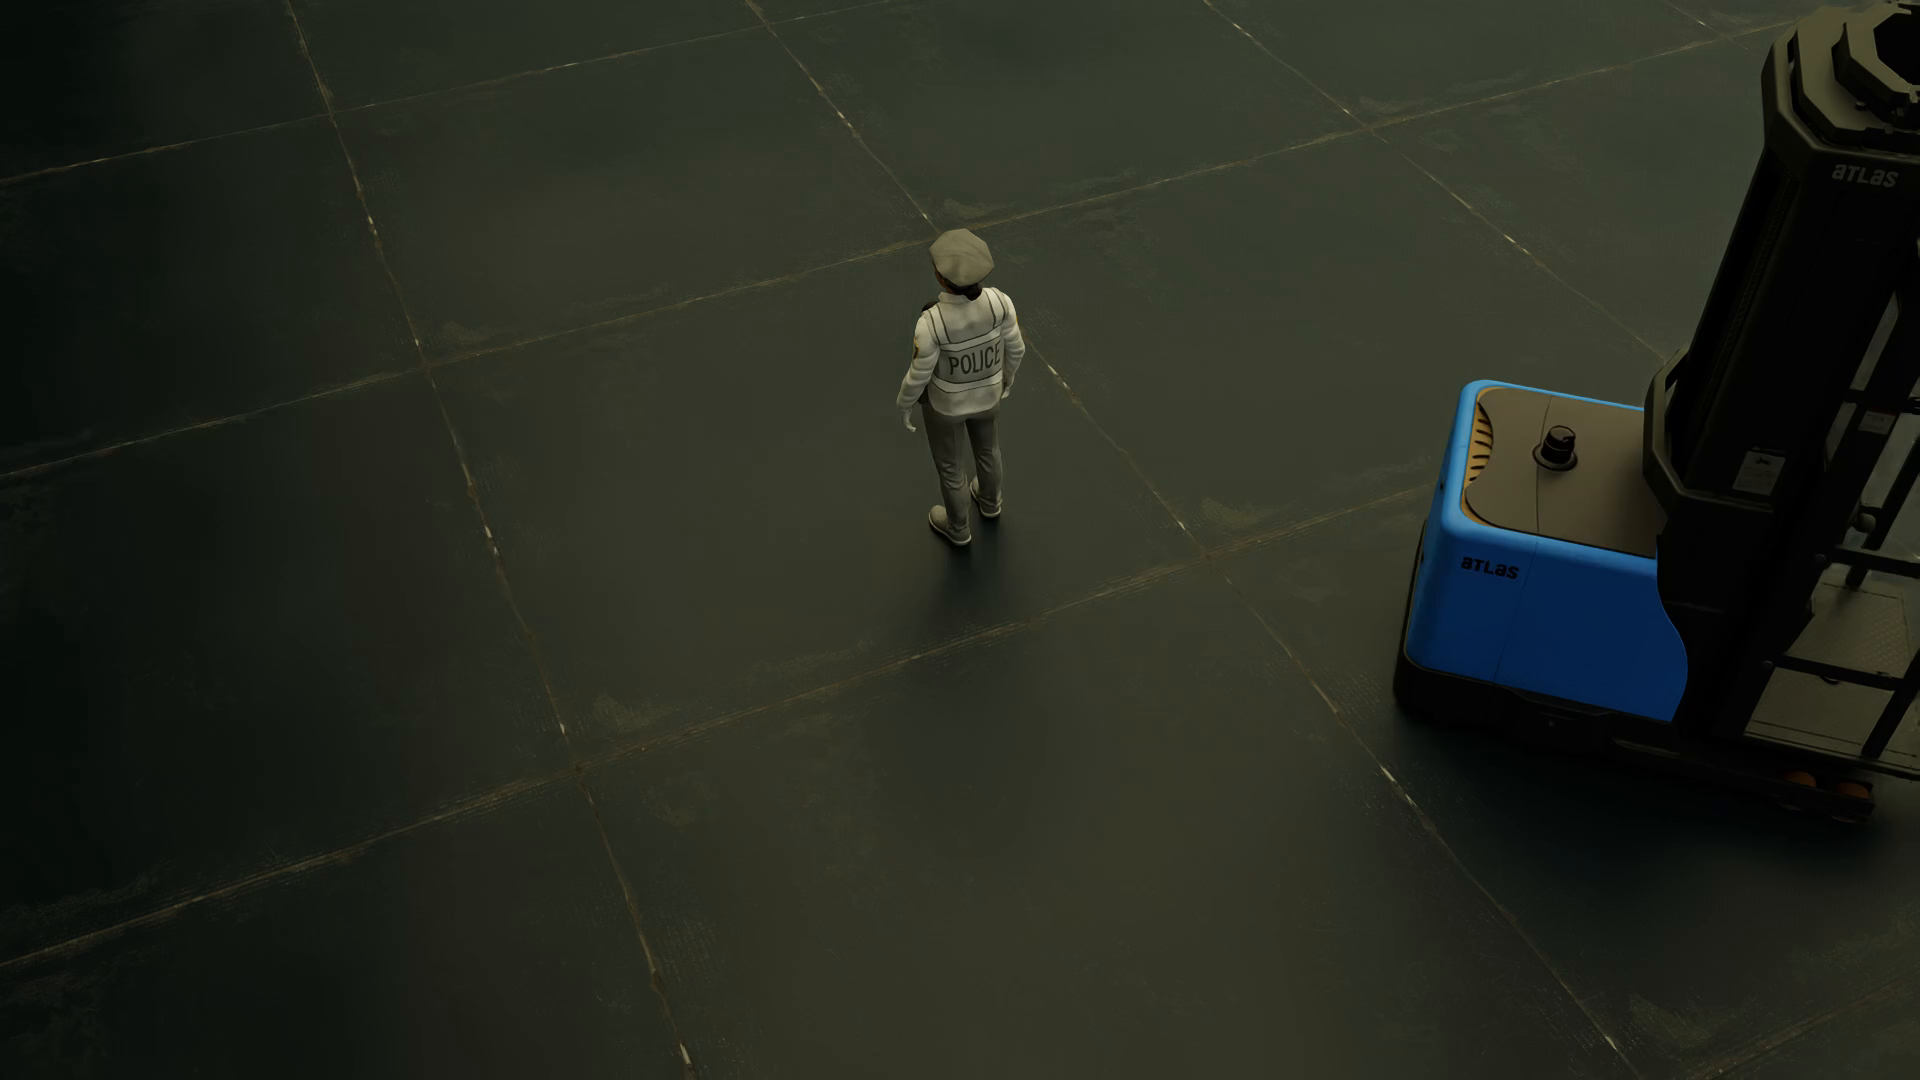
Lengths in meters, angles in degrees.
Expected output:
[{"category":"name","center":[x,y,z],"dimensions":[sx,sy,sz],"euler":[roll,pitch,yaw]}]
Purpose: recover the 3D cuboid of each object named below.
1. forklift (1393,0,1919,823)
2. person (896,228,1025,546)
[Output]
[{"category":"forklift","center":[3.409,-0.358,6.063],"dimensions":[3.031,2.935,1.130],"euler":[12,44,13]},{"category":"person","center":[-0.022,-0.669,7.293],"dimensions":[0.586,1.694,0.530],"euler":[-18,46,-18]}]
